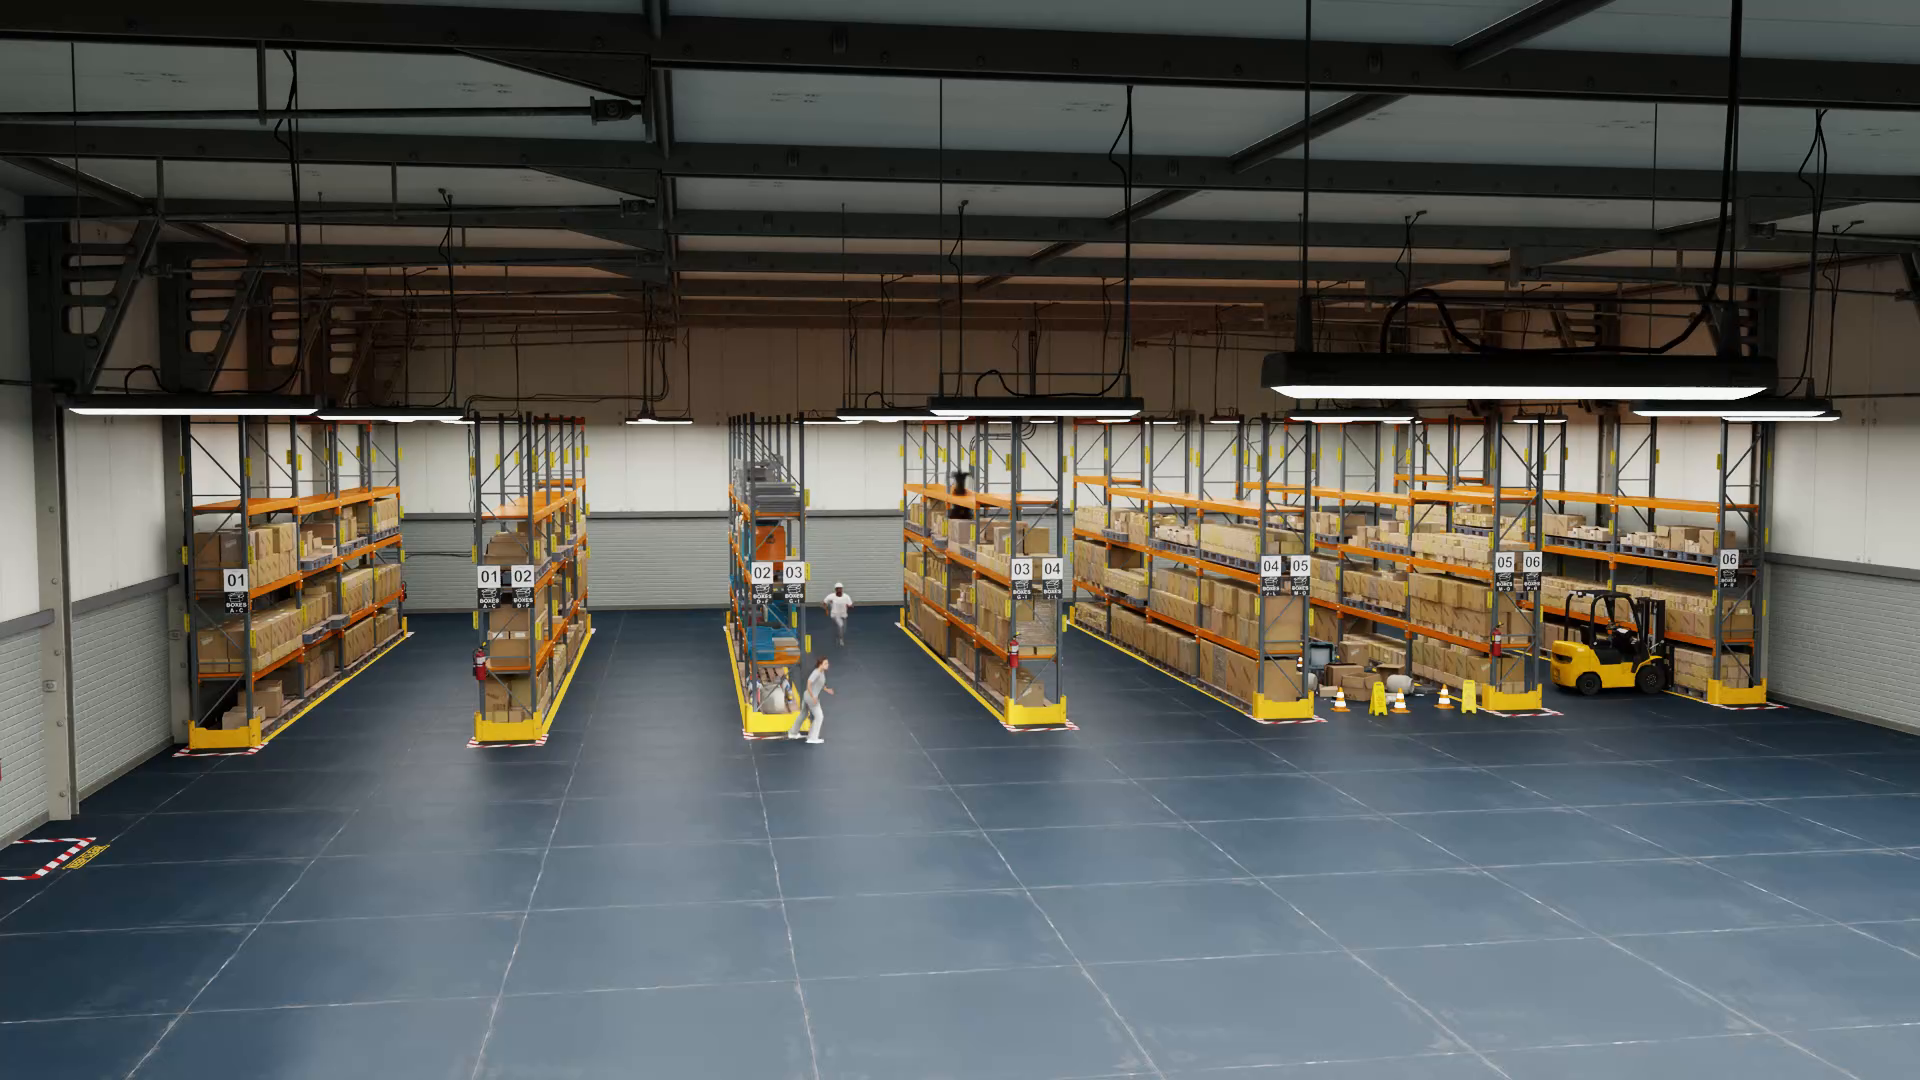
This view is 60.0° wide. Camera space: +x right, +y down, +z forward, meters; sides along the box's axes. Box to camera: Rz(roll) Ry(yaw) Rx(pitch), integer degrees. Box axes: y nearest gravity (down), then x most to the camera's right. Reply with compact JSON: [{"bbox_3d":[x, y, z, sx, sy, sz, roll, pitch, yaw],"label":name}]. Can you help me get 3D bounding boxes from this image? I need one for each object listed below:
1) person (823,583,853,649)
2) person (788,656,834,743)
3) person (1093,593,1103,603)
[{"bbox_3d":[-3.028,1.915,41.643,0.705,1.705,0.991,-2,4,-23],"label":"person"},{"bbox_3d":[-2.708,2.886,30.173,0.847,1.591,0.629,0,4,-3],"label":"person"},{"bbox_3d":[4.259,1.589,49.583,0.843,1.545,0.745,0,4,0],"label":"person"}]
